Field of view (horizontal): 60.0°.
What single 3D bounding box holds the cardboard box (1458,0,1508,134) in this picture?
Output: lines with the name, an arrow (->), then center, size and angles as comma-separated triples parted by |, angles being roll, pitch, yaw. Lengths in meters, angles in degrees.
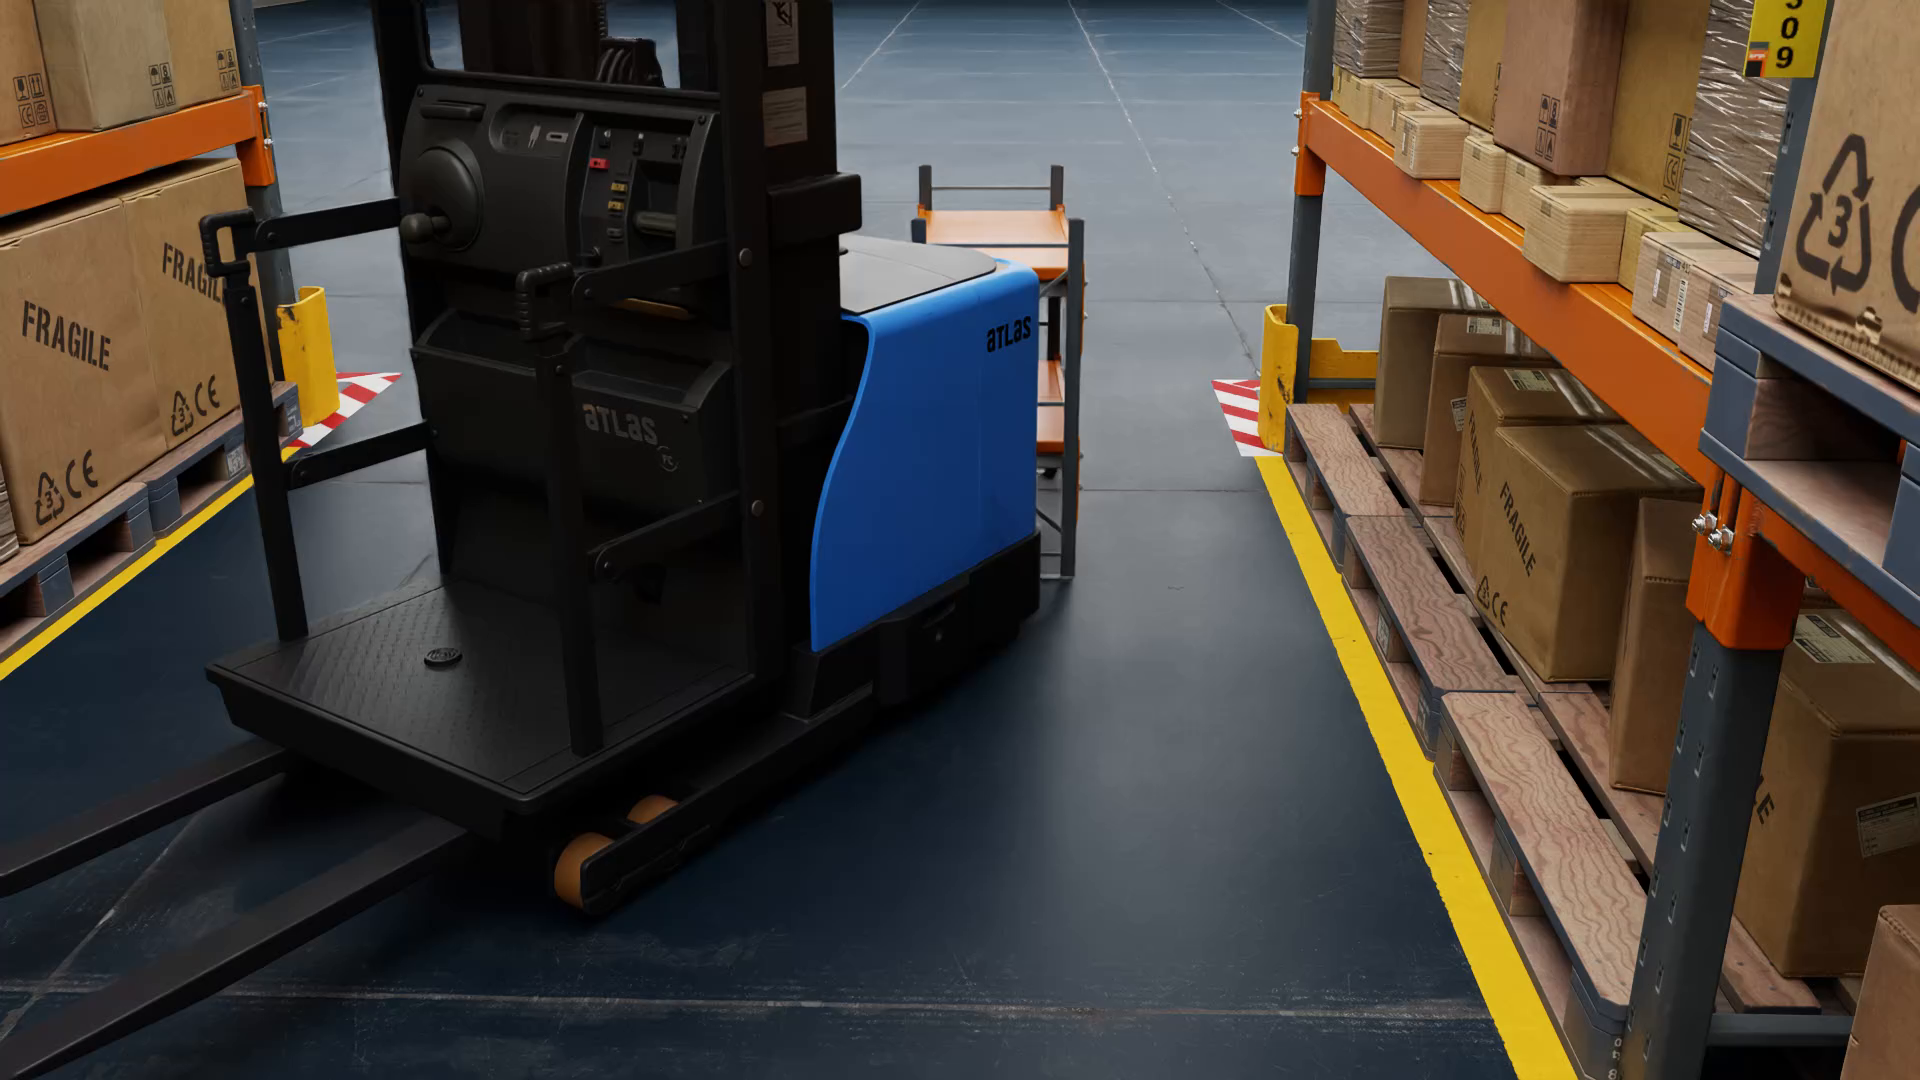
cardboard box -> 1.749, -1.261, 4.082 | 0.875, 0.500, 0.500 | 1, 21, 2

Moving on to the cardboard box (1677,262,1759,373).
cardboard box -> 1.365, -0.334, 2.592 | 0.380, 0.149, 0.250 | 1, 21, 2

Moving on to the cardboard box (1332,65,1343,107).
cardboard box -> 1.527, -1.599, 5.851 | 0.380, 0.149, 0.250 | 1, 21, 2

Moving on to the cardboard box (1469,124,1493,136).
cardboard box -> 1.509, -0.966, 4.220 | 0.380, 0.149, 0.250 | 1, 21, 2

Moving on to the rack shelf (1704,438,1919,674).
rack shelf -> 1.591, 0.688, 0.604 | 1.077, 0.370, 4.000 | 1, 21, 2

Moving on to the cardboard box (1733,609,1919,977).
cardboard box -> 1.704, 0.455, 3.085 | 0.500, 0.500, 0.500 | 0, 21, 0

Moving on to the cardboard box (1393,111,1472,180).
cardboard box -> 1.384, -1.058, 4.456 | 0.380, 0.149, 0.250 | 1, 21, 2

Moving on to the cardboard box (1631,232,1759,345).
cardboard box -> 1.382, -0.425, 2.824 | 0.380, 0.149, 0.250 | 1, 21, 2

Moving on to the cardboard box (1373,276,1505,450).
cardboard box -> 1.738, -0.622, 5.860 | 0.500, 0.500, 0.500 | 5, 22, 12

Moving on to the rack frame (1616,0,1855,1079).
rack frame -> 1.649, -0.371, 2.337 | 0.949, 2.616, 0.053 | 1, 21, 2

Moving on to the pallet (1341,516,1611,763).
pallet -> 1.671, 0.244, 4.608 | 1.003, 0.211, 1.213 | 1, 21, 2

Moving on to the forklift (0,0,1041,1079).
forklift -> -1.020, -0.777, 3.479 | 1.130, 2.935, 3.031 | 14, 25, 32

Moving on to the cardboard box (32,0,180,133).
cardboard box -> -3.142, -1.644, 5.412 | 0.875, 0.550, 0.550 | 1, 21, 2

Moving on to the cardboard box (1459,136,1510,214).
cardboard box -> 1.425, -0.877, 3.989 | 0.380, 0.149, 0.250 | 1, 21, 2

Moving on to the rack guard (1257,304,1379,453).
rack guard -> 1.771, -0.624, 6.446 | 1.175, 0.500, 0.348 | 1, 21, 2

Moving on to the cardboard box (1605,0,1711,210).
cardboard box -> 1.778, -0.898, 3.148 | 0.875, 0.500, 0.500 | 1, 21, 2

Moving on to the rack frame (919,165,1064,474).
rack frame -> 0.108, -0.774, 5.970 | 0.500, 1.125, 0.032 | 0, 21, 0

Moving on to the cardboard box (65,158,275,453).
cardboard box -> -3.136, -0.867, 5.974 | 0.875, 0.875, 0.875 | 1, 21, 2

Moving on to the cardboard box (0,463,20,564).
cardboard box -> -3.190, -0.220, 4.305 | 0.875, 0.875, 0.875 | 1, 21, 2

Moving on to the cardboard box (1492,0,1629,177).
cardboard box -> 1.692, -1.080, 3.617 | 0.875, 0.500, 0.500 | 1, 21, 2

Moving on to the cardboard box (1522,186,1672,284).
cardboard box -> 1.346, -0.606, 3.292 | 0.380, 0.149, 0.250 | 1, 21, 2

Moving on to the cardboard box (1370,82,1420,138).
cardboard box -> 1.490, -1.328, 5.153 | 0.380, 0.149, 0.250 | 1, 21, 2

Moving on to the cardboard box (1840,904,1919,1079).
cardboard box -> 1.612, 0.811, 2.138 | 0.700, 0.500, 0.500 | -1, 21, -3

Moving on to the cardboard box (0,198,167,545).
cardboard box -> -3.160, -0.549, 5.154 | 0.875, 0.875, 0.875 | 0, 21, 1

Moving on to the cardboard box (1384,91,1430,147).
cardboard box -> 1.476, -1.238, 4.920 | 0.380, 0.149, 0.250 | 1, 21, 2

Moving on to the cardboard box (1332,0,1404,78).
cardboard box -> 1.729, -1.804, 5.481 | 0.875, 0.500, 0.500 | 1, 21, 2

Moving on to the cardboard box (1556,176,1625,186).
cardboard box -> 1.485, -0.695, 3.521 | 0.380, 0.149, 0.250 | 1, 21, 2

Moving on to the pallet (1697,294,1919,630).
pallet -> 1.483, -0.006, 1.664 | 1.003, 0.211, 1.213 | 1, 21, 2

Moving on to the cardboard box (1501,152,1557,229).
cardboard box -> 1.452, -0.786, 3.755 | 0.380, 0.149, 0.250 | 1, 21, 2

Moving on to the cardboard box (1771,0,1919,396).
cardboard box -> 1.488, -0.560, 1.417 | 1.000, 1.000, 1.000 | 1, 21, 2

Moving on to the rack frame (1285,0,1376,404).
rack frame -> 1.774, -1.817, 6.065 | 1.000, 3.000, 0.127 | 1, 21, 2

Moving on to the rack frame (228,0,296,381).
rack frame -> -3.181, -1.908, 6.300 | 1.000, 3.000, 0.127 | 1, 21, 2

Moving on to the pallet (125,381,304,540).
pallet -> -3.127, -0.318, 6.057 | 1.003, 0.211, 1.213 | 1, 21, 2

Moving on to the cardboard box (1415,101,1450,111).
cardboard box -> 1.495, -1.147, 4.686 | 0.380, 0.149, 0.250 | 1, 21, 2

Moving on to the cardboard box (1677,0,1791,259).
cardboard box -> 1.727, -0.718, 2.683 | 0.875, 0.500, 0.500 | 1, 21, 2

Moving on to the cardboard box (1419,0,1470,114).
cardboard box -> 1.776, -1.441, 4.547 | 0.875, 0.500, 0.500 | 1, 21, 2

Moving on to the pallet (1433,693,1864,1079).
pallet -> 1.637, 0.686, 3.469 | 1.003, 0.211, 1.213 | 1, 21, 2

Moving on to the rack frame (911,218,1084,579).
rack frame -> 0.109, -0.407, 5.022 | 0.500, 1.125, 0.032 | 0, 21, 0

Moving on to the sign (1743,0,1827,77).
sign -> 1.109, -0.777, 2.189 | 0.100, 0.325, 0.005 | 1, 21, 2

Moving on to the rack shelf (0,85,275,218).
rack shelf -> -3.242, -0.849, 4.566 | 1.077, 0.370, 4.000 | 1, 21, 2

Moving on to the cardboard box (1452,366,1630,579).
cardboard box -> 1.716, -0.179, 4.719 | 0.500, 0.500, 0.500 | 3, 21, 7

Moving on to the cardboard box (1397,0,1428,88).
cardboard box -> 1.834, -1.622, 5.012 | 0.875, 0.500, 0.500 | 1, 21, 2

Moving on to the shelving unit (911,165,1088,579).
shelving unit -> 0.109, -0.591, 5.496 | 0.538, 1.125, 1.048 | 0, 21, 0

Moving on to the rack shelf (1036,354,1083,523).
rack shelf -> 0.109, -0.363, 5.584 | 0.538, 0.278, 1.000 | 0, 21, 0

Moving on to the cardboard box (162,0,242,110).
cardboard box -> -3.147, -1.843, 5.925 | 0.875, 0.550, 0.550 | 1, 21, 2

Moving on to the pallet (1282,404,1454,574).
pallet -> 1.711, -0.196, 5.742 | 1.003, 0.211, 1.213 | 1, 21, 2

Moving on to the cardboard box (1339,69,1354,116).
cardboard box -> 1.500, -1.509, 5.619 | 0.380, 0.149, 0.250 | 1, 21, 2

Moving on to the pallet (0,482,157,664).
pallet -> -3.167, 0.122, 4.923 | 1.003, 0.211, 1.213 | 1, 21, 2

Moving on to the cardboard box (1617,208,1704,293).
cardboard box -> 1.449, -0.514, 3.055 | 0.380, 0.149, 0.250 | 1, 21, 2

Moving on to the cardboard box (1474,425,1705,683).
cardboard box -> 1.654, 0.022, 4.200 | 0.500, 0.500, 0.500 | -1, 21, -3

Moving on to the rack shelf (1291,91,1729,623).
rack shelf -> 1.713, -0.758, 4.331 | 1.077, 0.370, 4.000 | 1, 21, 2

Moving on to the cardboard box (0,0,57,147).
cardboard box -> -3.284, -1.443, 4.894 | 0.875, 0.550, 0.550 | 1, 21, 2

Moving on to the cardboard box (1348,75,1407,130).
cardboard box -> 1.477, -1.419, 5.386 | 0.380, 0.149, 0.250 | 1, 21, 2

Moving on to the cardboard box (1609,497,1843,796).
cardboard box -> 1.714, 0.248, 3.619 | 0.500, 0.500, 0.500 | 8, 22, 19

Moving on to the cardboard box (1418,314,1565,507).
cardboard box -> 1.754, -0.405, 5.302 | 0.500, 0.500, 0.500 | 6, 22, 16

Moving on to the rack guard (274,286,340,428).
rack guard -> -3.180, -0.751, 6.774 | 1.175, 0.500, 0.348 | 1, 21, 2

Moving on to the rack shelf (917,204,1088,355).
rack shelf -> 0.109, -0.863, 5.390 | 0.538, 0.278, 1.000 | 0, 21, 0
